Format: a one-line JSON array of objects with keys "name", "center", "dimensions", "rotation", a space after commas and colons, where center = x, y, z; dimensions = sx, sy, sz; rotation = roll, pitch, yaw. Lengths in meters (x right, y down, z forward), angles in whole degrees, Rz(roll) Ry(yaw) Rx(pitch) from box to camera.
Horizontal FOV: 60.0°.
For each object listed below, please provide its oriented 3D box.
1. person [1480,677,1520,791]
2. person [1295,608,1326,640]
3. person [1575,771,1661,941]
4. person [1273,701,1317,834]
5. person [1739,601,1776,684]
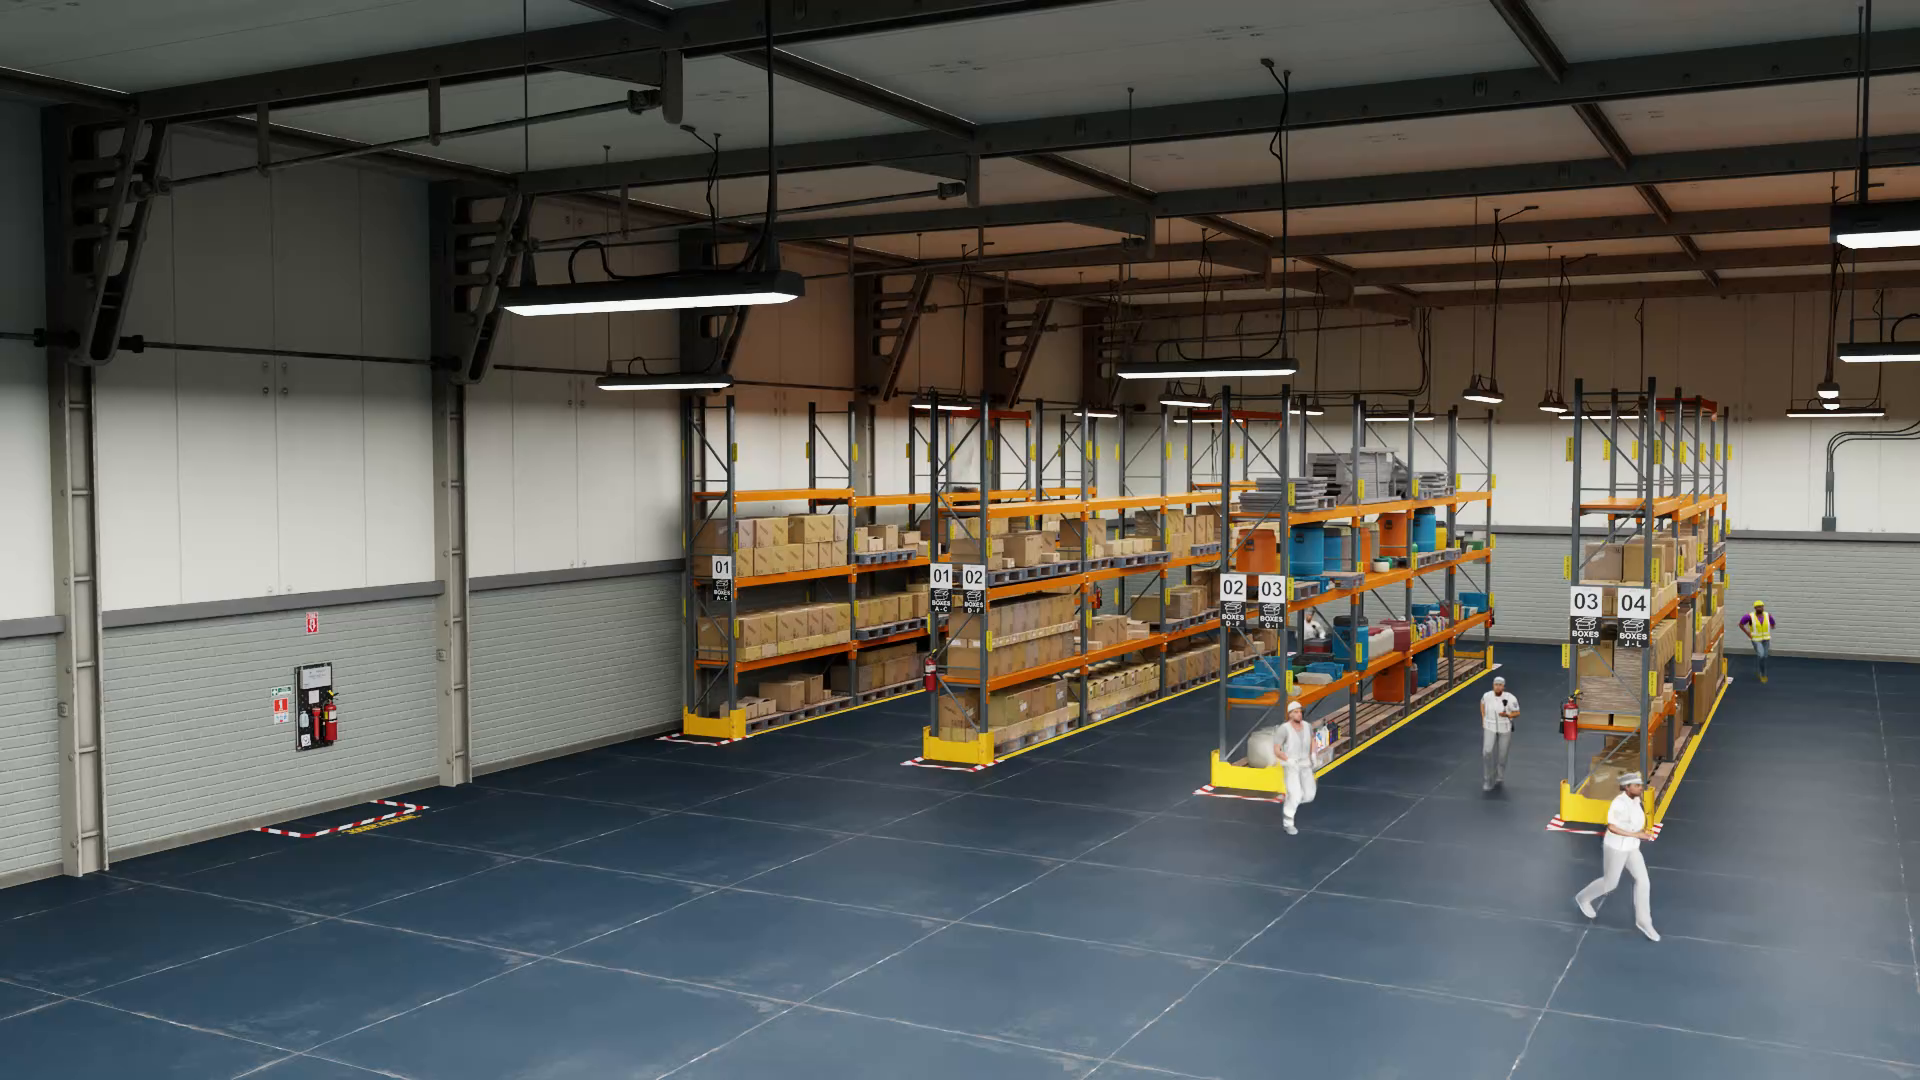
[{"name": "person", "center": [8.063, 2.885, 24.848], "dimensions": [0.580, 1.717, 0.782], "rotation": [1, 3, 21]}, {"name": "person", "center": [7.506, 2.297, 35.720], "dimensions": [0.632, 1.657, 0.861], "rotation": [1, 3, 21]}, {"name": "person", "center": [6.905, 3.246, 17.410], "dimensions": [0.600, 1.715, 0.968], "rotation": [-2, 4, -37]}, {"name": "person", "center": [4.424, 2.985, 21.864], "dimensions": [0.690, 1.744, 0.665], "rotation": [-1, 3, -21]}, {"name": "person", "center": [17.449, 2.225, 36.306], "dimensions": [0.692, 1.823, 0.741], "rotation": [0, 3, -1]}]
